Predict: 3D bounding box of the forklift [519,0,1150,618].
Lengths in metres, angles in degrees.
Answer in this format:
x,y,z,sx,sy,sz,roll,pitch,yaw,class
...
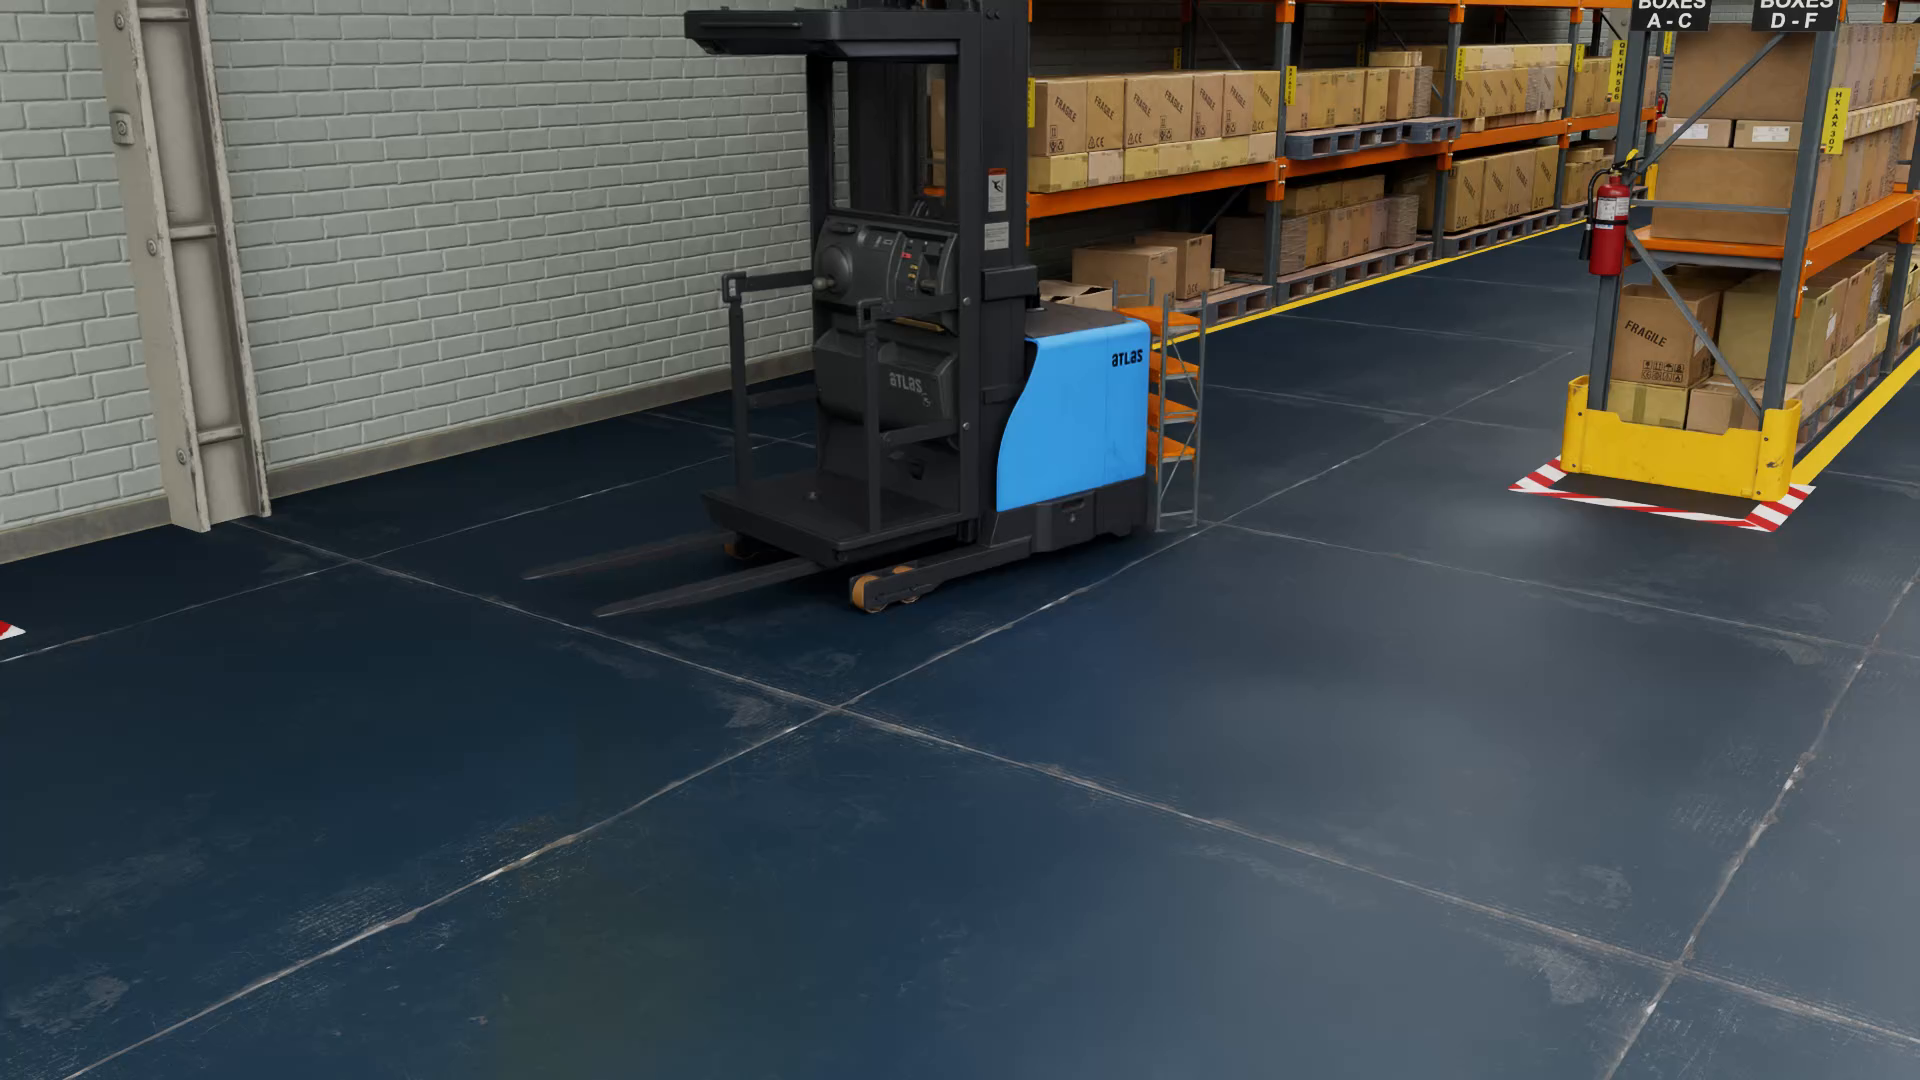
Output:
x,y,z,sx,sy,sz,roll,pitch,yaw,class
-0.502,-1.256,7.346,3.031,2.935,1.130,-15,22,-39,forklift

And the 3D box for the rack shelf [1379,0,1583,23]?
x,y,z,sx,sy,sz,roll,pitch,yaw,class
5.987,-6.124,19.063,1.077,0.370,4.000,12,21,35,rack shelf

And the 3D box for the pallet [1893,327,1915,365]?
x,y,z,sx,sy,sz,roll,pitch,yaw,class
6.800,-1.583,12.984,1.003,0.211,1.213,12,21,35,pallet

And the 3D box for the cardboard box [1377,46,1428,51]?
x,y,z,sx,sy,sz,roll,pitch,yaw,class
4.857,-5.270,18.189,0.500,0.250,0.500,13,22,36,cardboard box

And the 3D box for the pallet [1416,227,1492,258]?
x,y,z,sx,sy,sz,roll,pitch,yaw,class
5.325,-3.402,18.843,1.003,0.211,1.213,12,21,35,pallet

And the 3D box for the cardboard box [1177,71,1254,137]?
x,y,z,sx,sy,sz,roll,pitch,yaw,class
2.086,-3.615,13.783,0.500,0.500,0.500,12,21,34,cardboard box

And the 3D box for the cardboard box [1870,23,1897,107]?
x,y,z,sx,sy,sz,roll,pitch,yaw,class
5.534,-3.053,10.660,0.700,0.500,0.500,12,21,35,cardboard box

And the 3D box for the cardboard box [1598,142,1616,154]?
x,y,z,sx,sy,sz,roll,pitch,yaw,class
9.143,-5.473,23.223,0.380,0.149,0.250,13,22,36,cardboard box

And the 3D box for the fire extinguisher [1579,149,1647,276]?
x,y,z,sx,sy,sz,roll,pitch,yaw,class
3.566,-1.796,9.101,0.296,0.674,0.183,12,21,35,fire extinguisher

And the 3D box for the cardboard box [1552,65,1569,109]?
x,y,z,sx,sy,sz,roll,pitch,yaw,class
7.106,-5.557,20.376,0.500,0.500,0.500,12,21,34,cardboard box

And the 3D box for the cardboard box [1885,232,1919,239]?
x,y,z,sx,sy,sz,roll,pitch,yaw,class
8.054,-2.427,13.984,0.500,0.311,0.500,12,21,34,cardboard box

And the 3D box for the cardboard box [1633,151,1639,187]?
x,y,z,sx,sy,sz,roll,pitch,yaw,class
9.225,-5.287,23.718,0.700,0.500,0.500,12,21,35,cardboard box

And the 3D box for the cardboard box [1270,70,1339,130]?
x,y,z,sx,sy,sz,roll,pitch,yaw,class
3.081,-4.111,15.515,0.700,0.500,0.500,15,23,40,cardboard box

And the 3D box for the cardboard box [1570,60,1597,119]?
x,y,z,sx,sy,sz,roll,pitch,yaw,class
7.515,-5.781,21.297,0.980,0.700,0.700,13,21,36,cardboard box

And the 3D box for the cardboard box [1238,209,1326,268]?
x,y,z,sx,sy,sz,roll,pitch,yaw,class
3.105,-2.933,16.104,0.700,0.500,0.500,12,21,34,cardboard box

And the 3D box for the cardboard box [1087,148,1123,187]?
x,y,z,sx,sy,sz,roll,pitch,yaw,class
0.872,-2.778,12.351,0.500,0.250,0.500,12,21,33,cardboard box

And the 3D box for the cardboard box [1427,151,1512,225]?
x,y,z,sx,sy,sz,roll,pitch,yaw,class
5.866,-4.093,19.281,0.750,0.750,0.750,12,21,34,cardboard box

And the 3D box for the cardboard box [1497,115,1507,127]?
x,y,z,sx,sy,sz,roll,pitch,yaw,class
6.083,-4.853,19.205,0.380,0.149,0.250,13,21,35,cardboard box

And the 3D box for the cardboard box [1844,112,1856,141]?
x,y,z,sx,sy,sz,roll,pitch,yaw,class
5.030,-2.438,9.776,0.380,0.149,0.250,12,21,33,cardboard box

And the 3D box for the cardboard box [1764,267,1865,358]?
x,y,z,sx,sy,sz,roll,pitch,yaw,class
5.403,-1.470,10.583,0.500,0.500,0.500,12,21,35,cardboard box

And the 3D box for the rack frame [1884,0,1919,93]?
x,y,z,sx,sy,sz,roll,pitch,yaw,class
8.776,-3.685,15.051,1.000,3.000,0.127,12,21,35,rack frame

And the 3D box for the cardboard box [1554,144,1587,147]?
x,y,z,sx,sy,sz,roll,pitch,yaw,class
8.385,-5.360,22.858,0.380,0.149,0.250,13,21,35,cardboard box

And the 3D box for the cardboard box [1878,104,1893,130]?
x,y,z,sx,sy,sz,roll,pitch,yaw,class
5.795,-2.745,10.762,0.380,0.149,0.250,12,21,34,cardboard box

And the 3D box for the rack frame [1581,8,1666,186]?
x,y,z,sx,sy,sz,roll,pitch,yaw,class
9.562,-6.465,24.003,1.000,3.000,0.127,12,21,35,rack frame

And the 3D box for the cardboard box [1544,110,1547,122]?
x,y,z,sx,sy,sz,roll,pitch,yaw,class
6.883,-5.153,20.169,0.380,0.149,0.250,13,22,36,cardboard box

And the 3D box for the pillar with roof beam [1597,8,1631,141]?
x,y,z,sx,sy,sz,roll,pitch,yaw,class
13.933,-9.365,23.227,9.100,9.000,0.400,12,21,35,pillar with roof beam

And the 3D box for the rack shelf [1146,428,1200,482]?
x,y,z,sx,sy,sz,roll,pitch,yaw,class
0.990,-0.440,8.532,0.258,0.148,0.480,-8,19,-24,rack shelf

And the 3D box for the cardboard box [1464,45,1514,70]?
x,y,z,sx,sy,sz,roll,pitch,yaw,class
5.887,-5.427,18.694,0.500,0.250,0.500,13,21,35,cardboard box

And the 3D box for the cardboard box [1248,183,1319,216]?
x,y,z,sx,sy,sz,roll,pitch,yaw,class
3.097,-3.265,15.907,0.500,0.250,0.500,12,21,34,cardboard box

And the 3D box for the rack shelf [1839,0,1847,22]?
x,y,z,sx,sy,sz,roll,pitch,yaw,class
5.201,-3.345,10.111,1.077,0.370,4.000,12,21,35,rack shelf

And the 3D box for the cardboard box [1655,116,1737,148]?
x,y,z,sx,sy,sz,roll,pitch,yaw,class
4.084,-2.261,9.206,0.380,0.149,0.250,12,21,34,cardboard box

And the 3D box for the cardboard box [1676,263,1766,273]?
x,y,z,sx,sy,sz,roll,pitch,yaw,class
4.973,-1.565,10.888,0.500,0.500,0.500,12,21,35,cardboard box

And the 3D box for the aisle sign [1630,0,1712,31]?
x,y,z,sx,sy,sz,roll,pitch,yaw,class
3.734,-3.057,8.647,0.394,0.787,0.004,12,21,35,aisle sign

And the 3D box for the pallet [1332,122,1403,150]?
x,y,z,sx,sy,sz,roll,pitch,yaw,class
3.649,-3.989,16.354,1.003,0.211,1.213,12,21,35,pallet

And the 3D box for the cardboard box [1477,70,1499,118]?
x,y,z,sx,sy,sz,roll,pitch,yaw,class
5.610,-4.952,18.429,0.500,0.500,0.500,13,22,36,cardboard box

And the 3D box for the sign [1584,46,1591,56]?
x,y,z,sx,sy,sz,roll,pitch,yaw,class
9.120,-7.015,24.183,0.100,0.325,0.005,12,21,35,sign

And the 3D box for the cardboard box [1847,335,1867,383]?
x,y,z,sx,sy,sz,roll,pitch,yaw,class
5.700,-1.231,11.079,0.500,0.250,0.500,12,21,35,cardboard box

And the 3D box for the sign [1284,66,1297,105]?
x,y,z,sx,sy,sz,roll,pitch,yaw,class
2.852,-3.926,14.368,0.100,0.325,0.005,12,21,35,sign

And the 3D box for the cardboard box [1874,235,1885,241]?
x,y,z,sx,sy,sz,roll,pitch,yaw,class
7.616,-2.519,14.281,0.500,0.311,0.500,12,21,33,cardboard box

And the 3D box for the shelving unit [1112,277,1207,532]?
x,y,z,sx,sy,sz,roll,pitch,yaw,class
0.990,-0.694,8.454,0.258,1.200,0.503,-8,19,-24,shelving unit

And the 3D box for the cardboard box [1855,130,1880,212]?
x,y,z,sx,sy,sz,roll,pitch,yaw,class
5.522,-2.427,10.834,0.700,0.500,0.500,13,21,35,cardboard box

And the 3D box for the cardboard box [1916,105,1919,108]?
x,y,z,sx,sy,sz,roll,pitch,yaw,class
7.789,-3.330,13.740,0.500,0.500,0.500,11,20,32,cardboard box

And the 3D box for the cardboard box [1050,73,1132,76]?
x,y,z,sx,sy,sz,roll,pitch,yaw,class
1.051,-3.462,13.288,0.500,0.500,0.500,13,21,35,cardboard box

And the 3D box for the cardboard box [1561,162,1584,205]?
x,y,z,sx,sy,sz,roll,pitch,yaw,class
7.706,-4.679,21.759,0.700,0.500,0.500,13,21,35,cardboard box

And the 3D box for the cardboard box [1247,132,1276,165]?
x,y,z,sx,sy,sz,roll,pitch,yaw,class
2.373,-3.378,14.283,0.500,0.250,0.500,12,21,35,cardboard box

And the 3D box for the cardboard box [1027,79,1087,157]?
x,y,z,sx,sy,sz,roll,pitch,yaw,class
0.554,-3.010,11.835,0.500,0.500,0.500,12,21,35,cardboard box

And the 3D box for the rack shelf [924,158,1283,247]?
x,y,z,sx,sy,sz,roll,pitch,yaw,class
1.220,-2.787,13.372,1.077,0.370,4.000,12,21,35,rack shelf

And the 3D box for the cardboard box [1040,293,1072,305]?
x,y,z,sx,sy,sz,roll,pitch,yaw,class
0.513,-1.729,12.544,0.500,0.311,0.500,10,20,29,cardboard box
